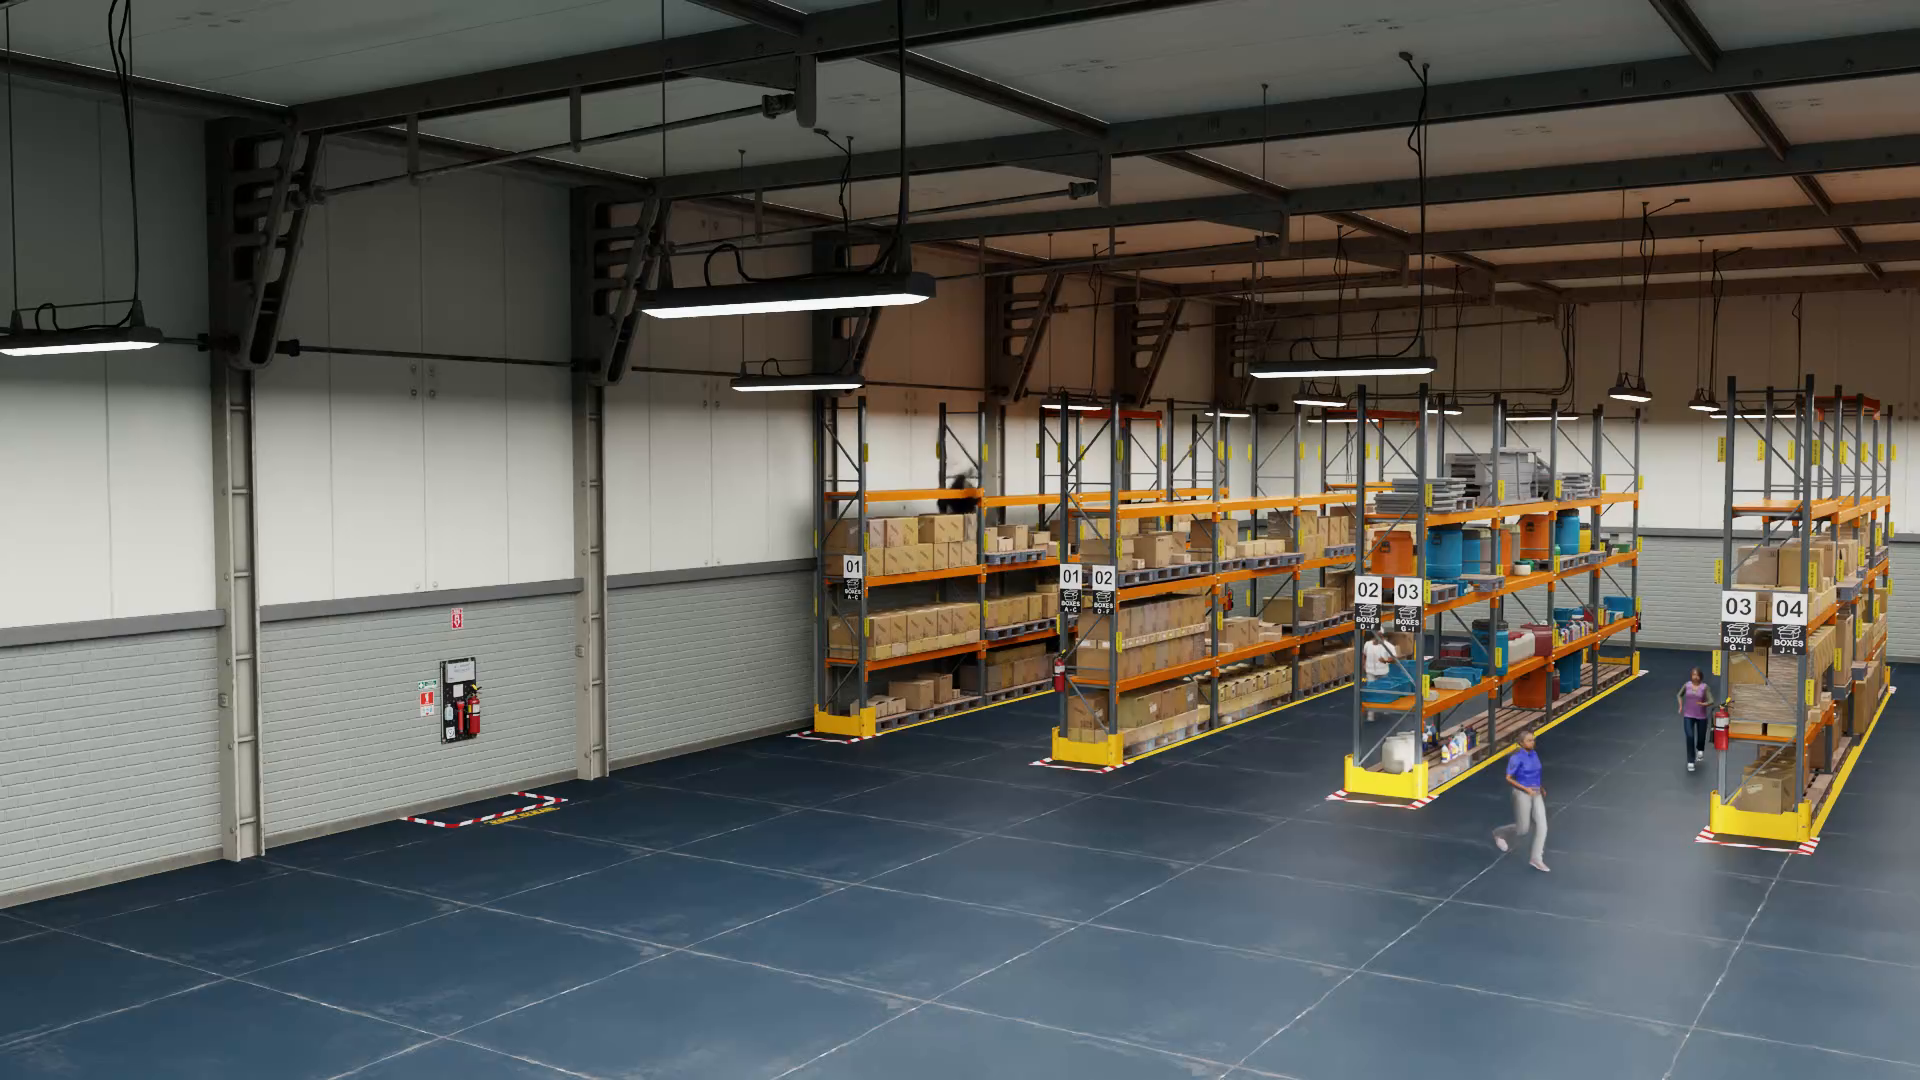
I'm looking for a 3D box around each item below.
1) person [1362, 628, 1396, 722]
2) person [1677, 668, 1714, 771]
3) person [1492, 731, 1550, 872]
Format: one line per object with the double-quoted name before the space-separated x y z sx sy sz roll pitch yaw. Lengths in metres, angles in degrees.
"person" 7.787 2.482 31.016 0.710 1.747 0.968 2 3 28
"person" 11.632 2.812 26.318 0.543 1.576 0.877 1 3 26
"person" 6.870 3.141 20.175 0.588 1.631 0.768 -2 3 -28
